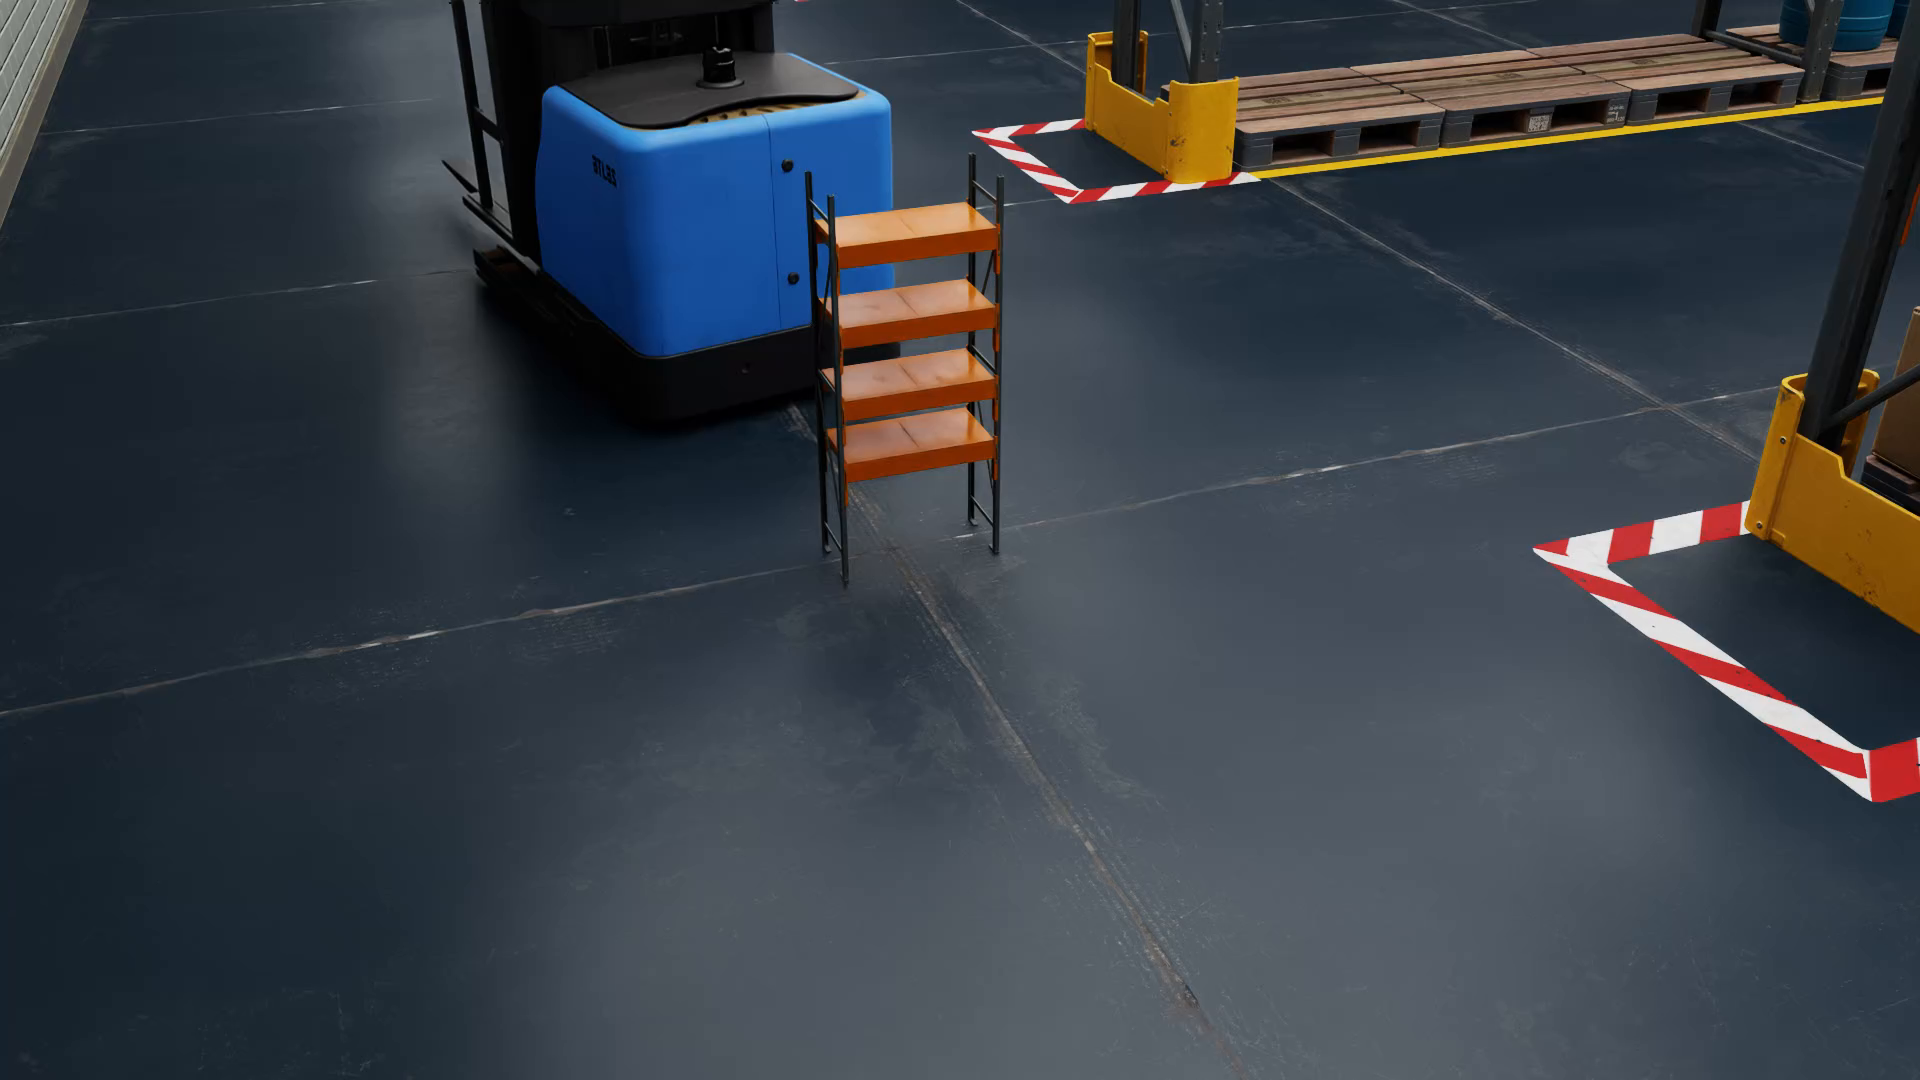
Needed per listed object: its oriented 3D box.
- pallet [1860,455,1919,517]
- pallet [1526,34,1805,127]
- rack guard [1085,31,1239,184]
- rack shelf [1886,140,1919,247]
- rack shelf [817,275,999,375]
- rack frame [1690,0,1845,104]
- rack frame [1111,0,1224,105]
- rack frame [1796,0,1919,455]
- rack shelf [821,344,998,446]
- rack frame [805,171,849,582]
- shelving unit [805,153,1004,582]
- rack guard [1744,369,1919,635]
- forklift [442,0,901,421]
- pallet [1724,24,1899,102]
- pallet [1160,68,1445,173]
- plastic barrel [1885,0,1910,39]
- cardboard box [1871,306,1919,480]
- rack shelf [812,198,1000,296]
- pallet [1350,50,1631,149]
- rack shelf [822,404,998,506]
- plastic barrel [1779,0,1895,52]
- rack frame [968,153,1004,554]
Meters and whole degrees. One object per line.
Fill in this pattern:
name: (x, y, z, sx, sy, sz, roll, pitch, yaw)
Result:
pallet: (3.604, -0.044, 5.114, 1.213, 0.211, 1.003, -10, 31, -18)
pallet: (4.135, -2.737, 9.841, 1.213, 0.211, 1.003, -10, 31, -18)
rack guard: (1.044, -2.307, 8.794, 0.348, 0.500, 1.175, -10, 31, -18)
rack shelf: (4.660, -1.137, 4.943, 4.000, 0.370, 1.077, -10, 31, -18)
rack shelf: (-0.155, -0.629, 4.825, 0.480, 0.148, 0.258, -10, 31, -18)
rack frame: (4.811, -4.094, 9.405, 0.127, 3.000, 1.000, -10, 31, -18)
rack frame: (1.062, -3.403, 8.194, 0.127, 3.000, 1.000, -10, 31, -18)
rack frame: (2.786, -1.105, 4.159, 0.127, 3.000, 1.000, -10, 31, -18)
rack shelf: (-0.155, -0.434, 4.936, 0.480, 0.148, 0.258, -10, 31, -18)
rack frame: (-0.384, -0.451, 4.829, 0.015, 1.200, 0.240, -10, 31, -18)
shelving unit: (-0.155, -0.493, 4.903, 0.503, 1.200, 0.258, -10, 31, -18)
rack guard: (2.857, -0.032, 4.800, 0.348, 0.500, 1.175, -10, 31, -18)
forklift: (-1.426, -2.382, 6.471, 1.130, 2.935, 3.031, -17, 34, -27)
pallet: (5.548, -2.996, 10.296, 1.213, 0.211, 1.003, -10, 31, -18)
pallet: (1.848, -2.316, 9.102, 1.213, 0.211, 1.003, -10, 31, -18)
plastic barrel: (5.990, -3.573, 10.186, 0.708, 0.901, 0.600, -10, 31, -18)
cardboard box: (3.209, -0.418, 5.034, 0.500, 0.500, 0.500, -10, 31, -18)
rack shelf: (-0.155, -0.834, 4.708, 0.480, 0.148, 0.258, -10, 31, -18)
pallet: (2.990, -2.525, 9.468, 1.213, 0.211, 1.003, -10, 31, -18)
rack shelf: (-0.155, -0.262, 5.034, 0.480, 0.148, 0.258, -10, 31, -18)
plastic barrel: (5.327, -3.451, 9.972, 0.708, 0.901, 0.600, -10, 31, -18)
rack frame: (0.074, -0.535, 4.977, 0.015, 1.200, 0.240, -10, 31, -18)
